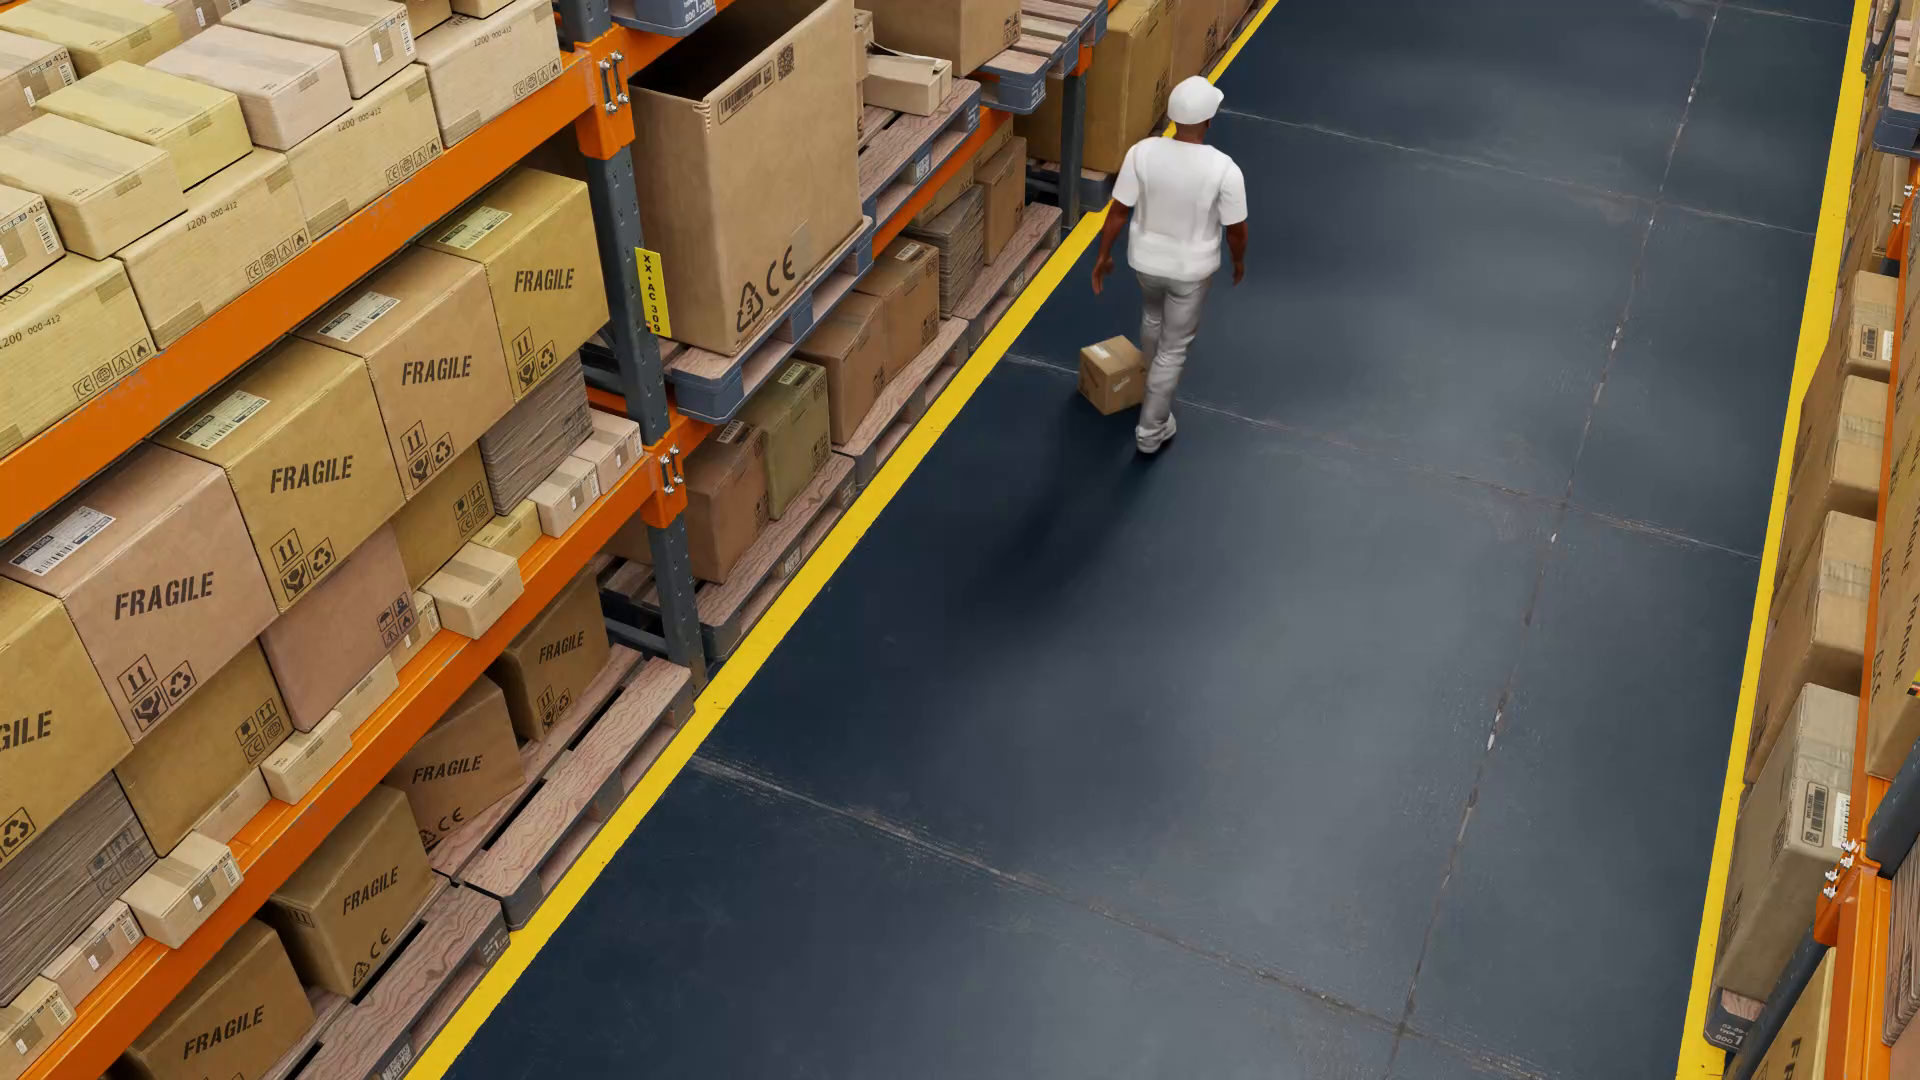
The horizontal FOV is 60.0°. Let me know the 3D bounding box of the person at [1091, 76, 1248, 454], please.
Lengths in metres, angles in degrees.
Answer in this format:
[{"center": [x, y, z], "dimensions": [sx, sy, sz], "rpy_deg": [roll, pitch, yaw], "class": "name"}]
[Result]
[{"center": [0.970, -1.260, 7.580], "dimensions": [0.634, 1.811, 0.780], "rpy_deg": [20, 45, 21], "class": "person"}]
